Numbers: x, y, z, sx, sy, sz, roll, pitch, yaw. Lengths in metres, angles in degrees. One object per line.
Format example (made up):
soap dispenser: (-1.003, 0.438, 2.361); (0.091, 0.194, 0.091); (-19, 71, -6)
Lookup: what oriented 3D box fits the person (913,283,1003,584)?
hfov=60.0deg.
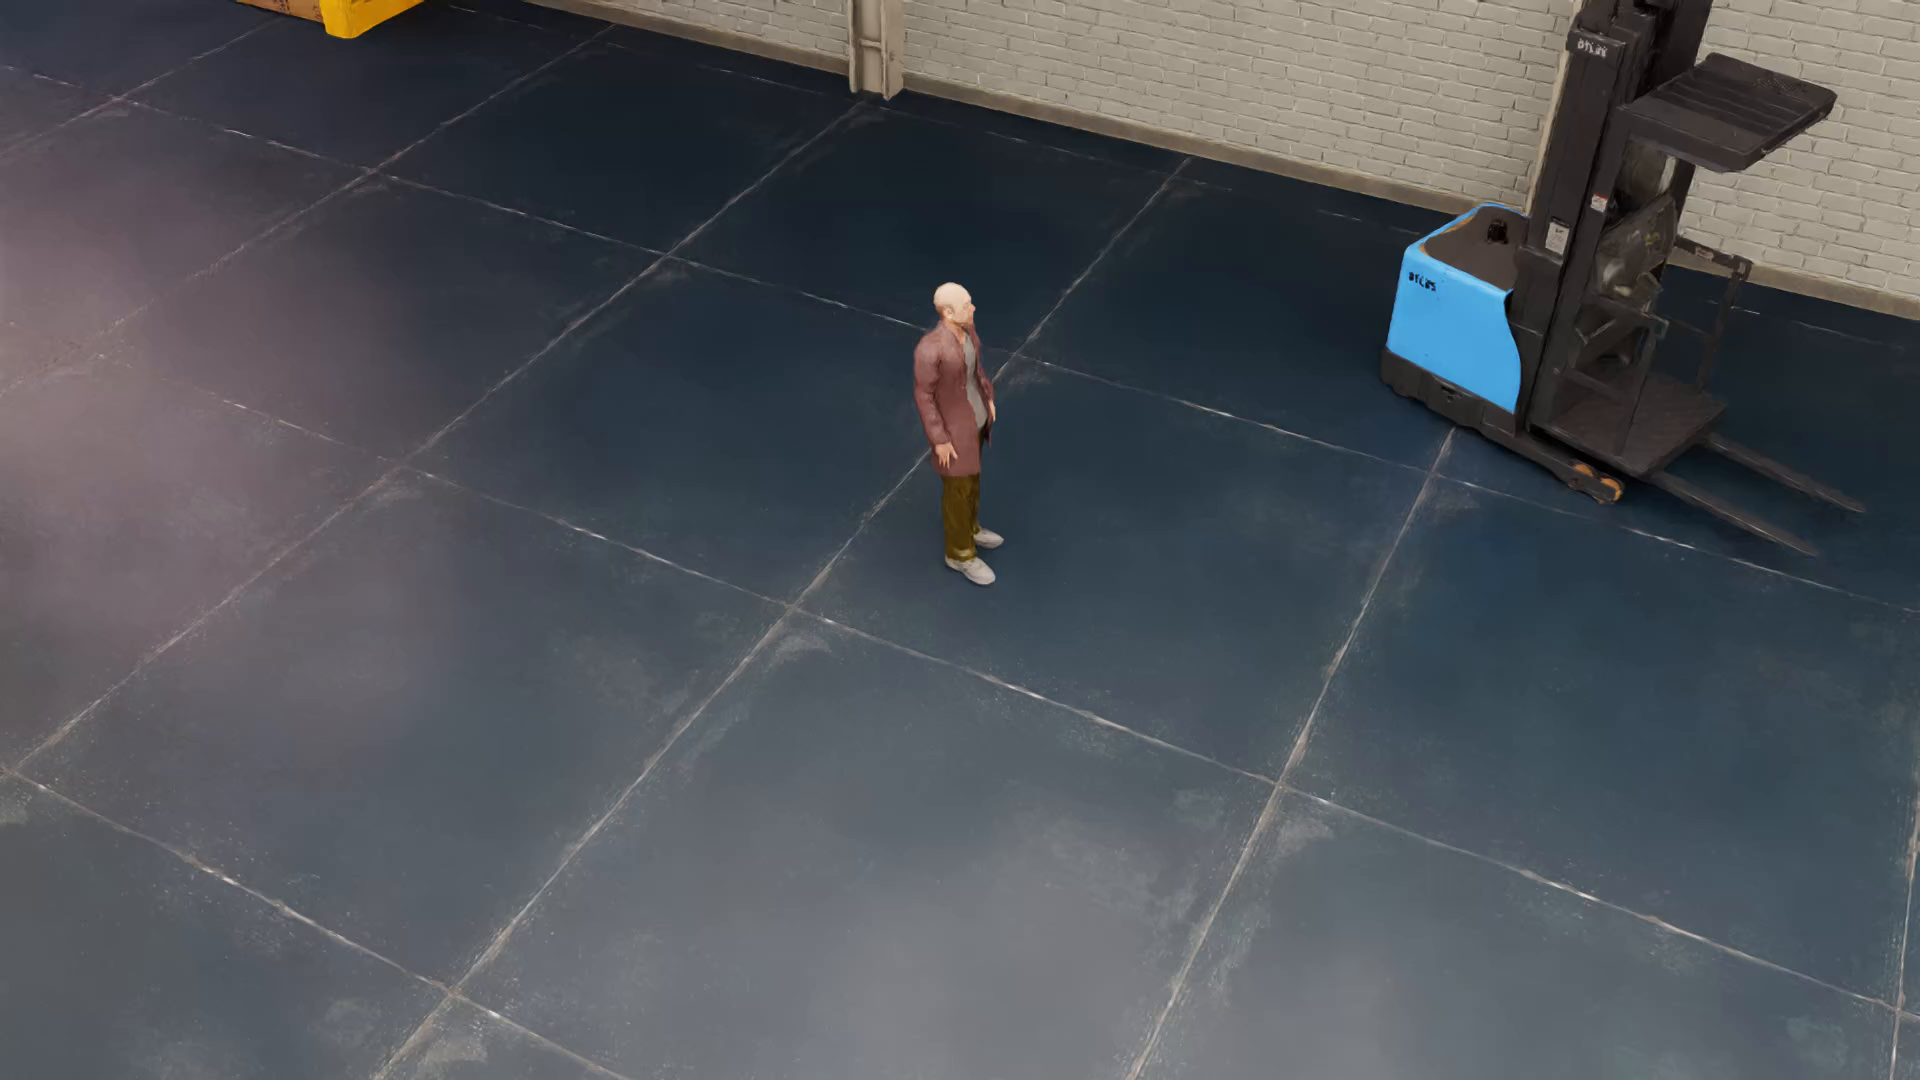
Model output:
person: (0.079, -0.656, 9.649); (0.580, 1.776, 0.694); (18, 43, 21)

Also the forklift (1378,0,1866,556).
forklift: (4.261, -1.719, 10.027); (1.130, 2.935, 3.031); (-31, 49, -31)
